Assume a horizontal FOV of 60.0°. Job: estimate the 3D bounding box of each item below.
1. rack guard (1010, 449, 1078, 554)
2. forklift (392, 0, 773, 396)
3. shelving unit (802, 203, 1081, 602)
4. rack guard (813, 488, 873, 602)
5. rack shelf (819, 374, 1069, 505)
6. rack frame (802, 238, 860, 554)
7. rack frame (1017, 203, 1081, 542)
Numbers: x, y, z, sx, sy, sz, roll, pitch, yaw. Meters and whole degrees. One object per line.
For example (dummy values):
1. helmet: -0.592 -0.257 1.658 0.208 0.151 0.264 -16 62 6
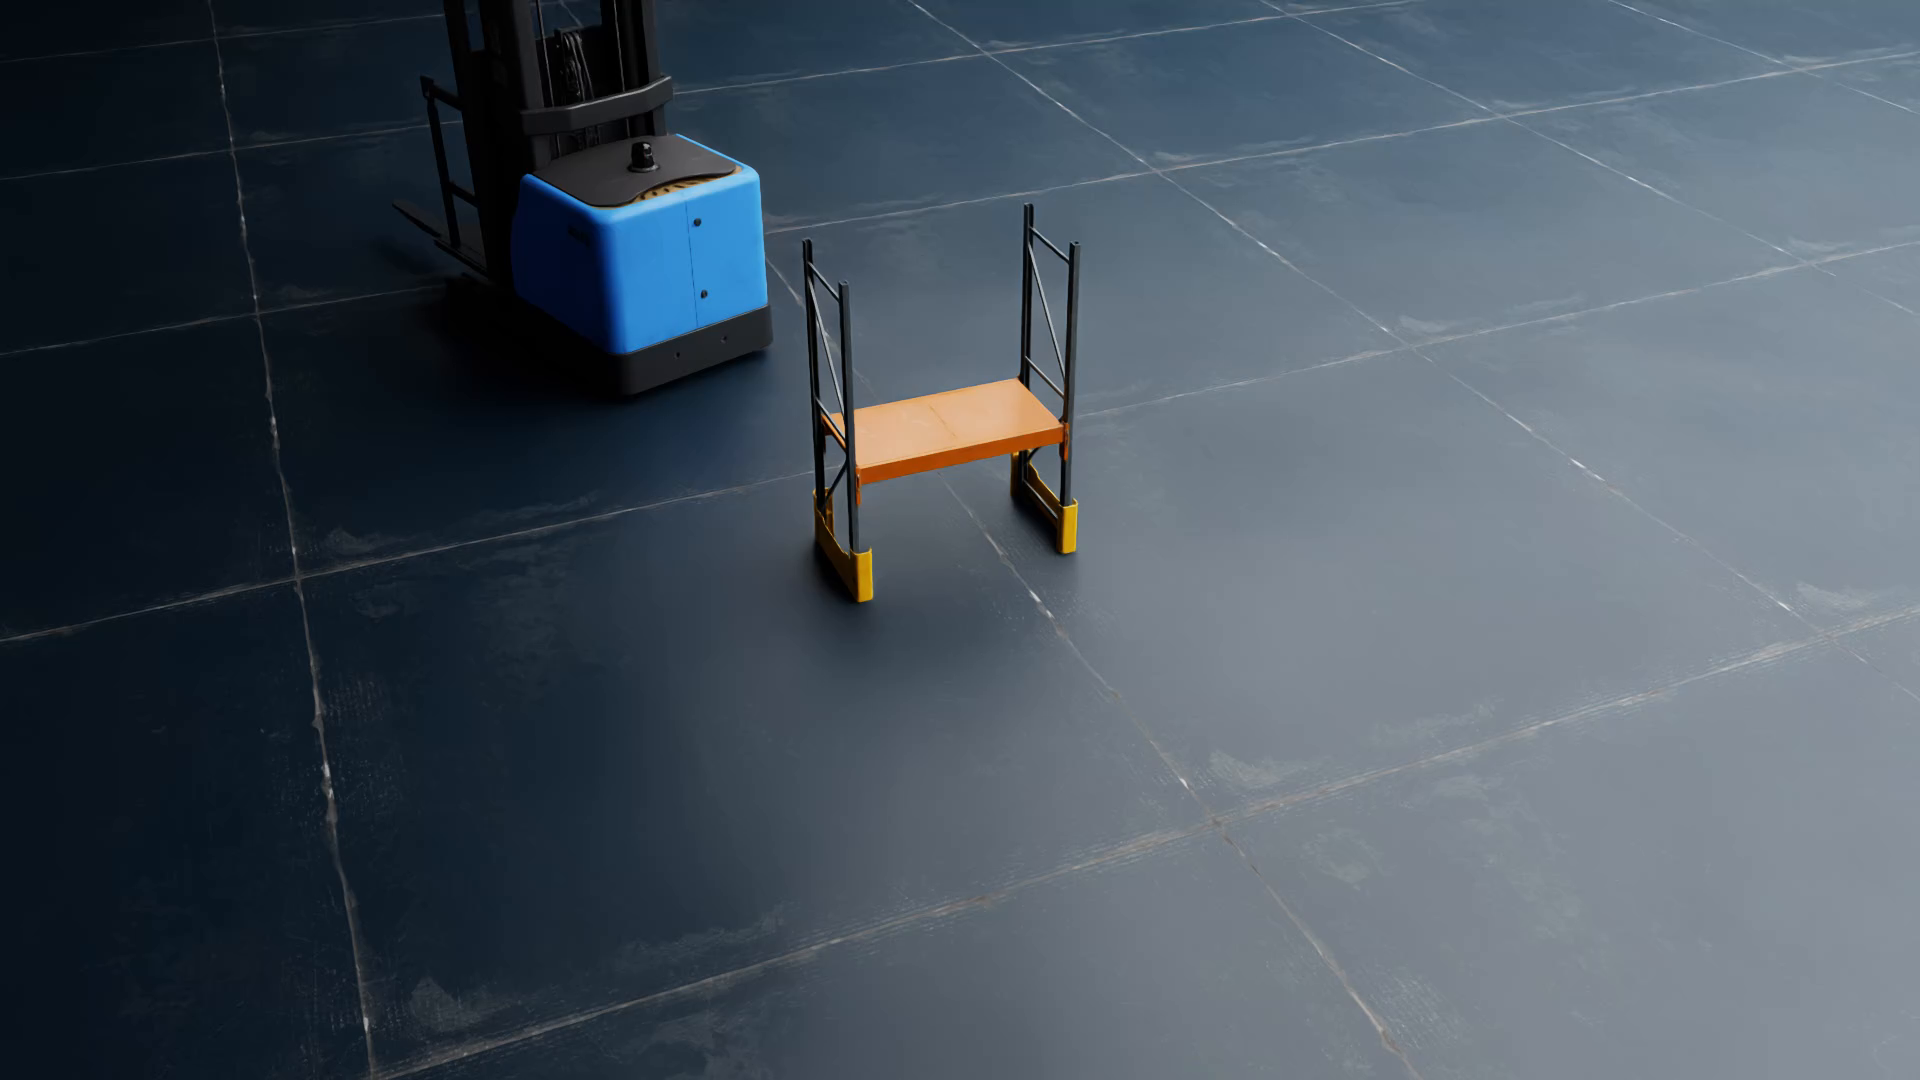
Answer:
1. rack guard: 0.389 -0.194 7.819 0.087 0.250 0.587 -13 35 -19
2. forklift: -2.399 -2.714 9.234 1.130 2.935 3.031 -26 41 -34
3. shelving unit: -0.070 -0.613 7.316 1.083 1.500 0.587 -13 35 -19
4. rack guard: -0.529 0.016 7.495 0.087 0.250 0.587 -13 35 -19
5. rack shelf: -0.079 -0.460 7.411 1.000 0.185 0.538 -13 35 -19
6. rack frame: -0.547 -0.503 7.148 0.032 1.500 0.500 -13 35 -19
7. rack frame: 0.390 -0.718 7.478 0.032 1.500 0.500 -13 35 -19
